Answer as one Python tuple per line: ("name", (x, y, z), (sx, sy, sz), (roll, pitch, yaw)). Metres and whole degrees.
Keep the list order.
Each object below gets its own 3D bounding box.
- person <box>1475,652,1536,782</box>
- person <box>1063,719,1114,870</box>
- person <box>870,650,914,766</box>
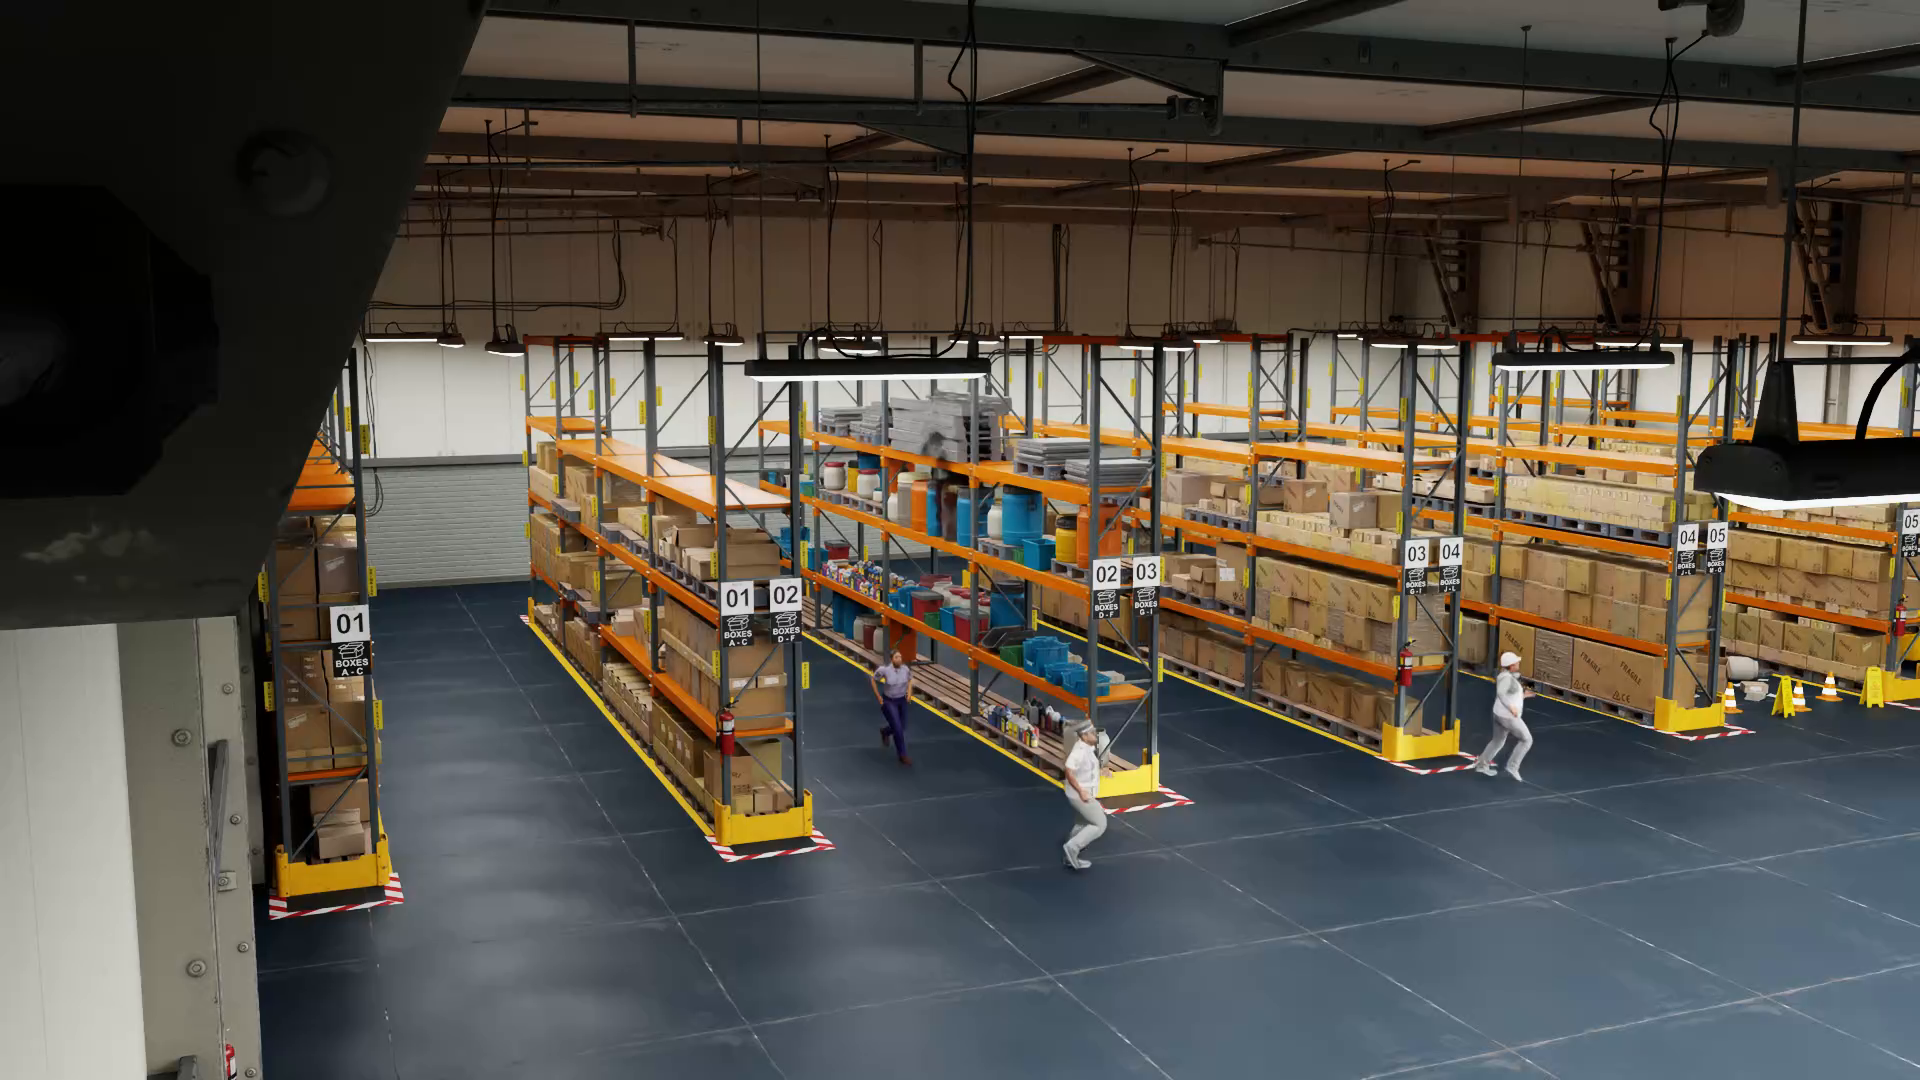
("person", (7.534, 2.433, 22.835), (0.803, 1.803, 0.688), (0, 8, 1))
("person", (1.488, 2.919, 19.201), (0.602, 1.751, 0.643), (0, 8, 1))
("person", (-0.956, 2.368, 23.922), (0.630, 1.644, 0.879), (-5, 9, -31))
